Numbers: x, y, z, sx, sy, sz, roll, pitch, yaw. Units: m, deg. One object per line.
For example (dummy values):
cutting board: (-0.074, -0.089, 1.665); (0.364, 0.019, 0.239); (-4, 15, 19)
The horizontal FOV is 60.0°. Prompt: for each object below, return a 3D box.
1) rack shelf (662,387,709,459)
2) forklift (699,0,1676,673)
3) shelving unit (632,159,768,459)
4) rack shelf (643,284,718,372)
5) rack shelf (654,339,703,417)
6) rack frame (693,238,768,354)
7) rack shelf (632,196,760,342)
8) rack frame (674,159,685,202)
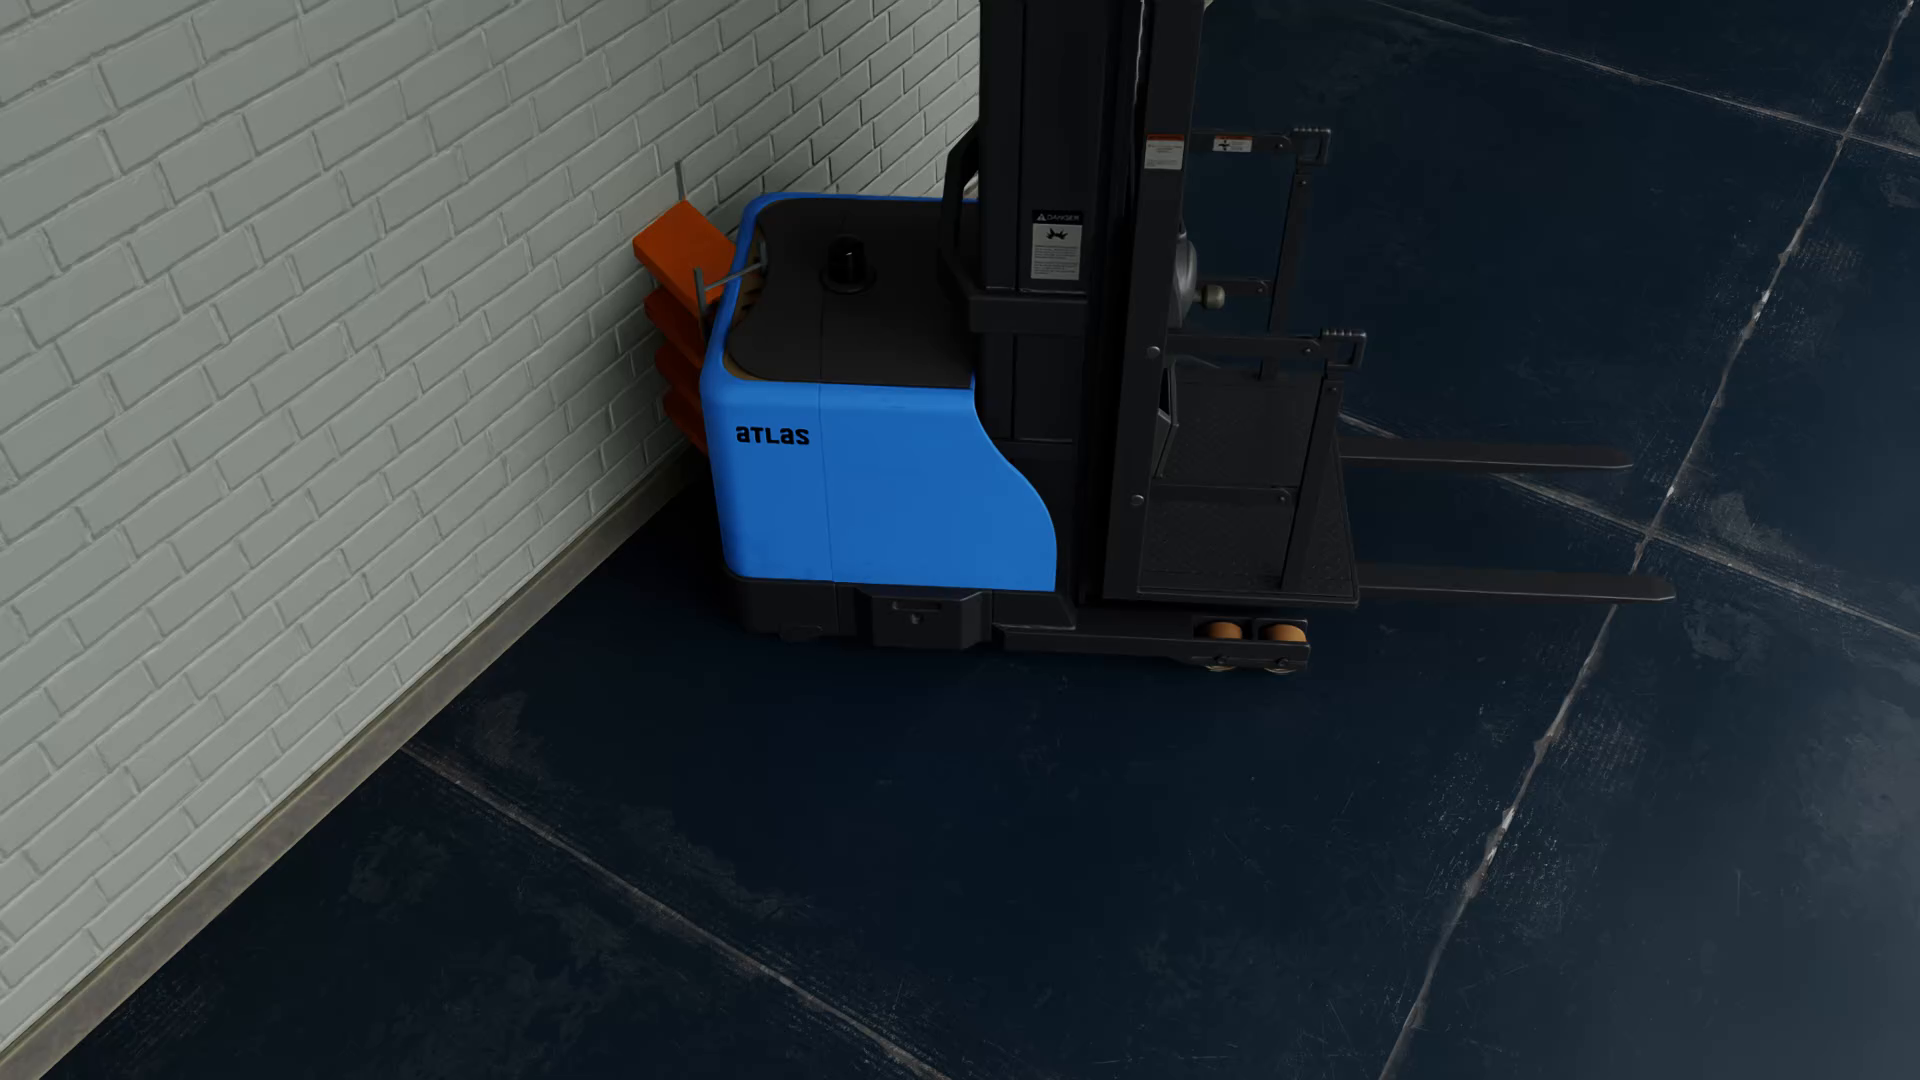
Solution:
rack shelf: (-0.837, -0.416, 5.676); (0.258, 0.148, 0.480); (-30, 55, -24)
forklift: (0.777, -0.990, 4.668); (3.031, 2.935, 1.130); (2, 46, 2)
shelving unit: (-0.834, -0.591, 5.477); (0.258, 1.200, 0.503); (-30, 55, -24)
rack shelf: (-0.832, -0.694, 5.359); (0.258, 0.148, 0.480); (-30, 55, -24)
rack shelf: (-0.835, -0.547, 5.527); (0.258, 0.148, 0.480); (-30, 55, -24)
rack frame: (-0.686, -0.445, 5.350); (0.240, 1.200, 0.015); (-30, 55, -24)
rack shelf: (-0.830, -0.851, 5.181); (0.258, 0.148, 0.480); (-30, 55, -24)
rack frame: (-0.982, -0.738, 5.603); (0.240, 1.200, 0.015); (-30, 55, -24)
